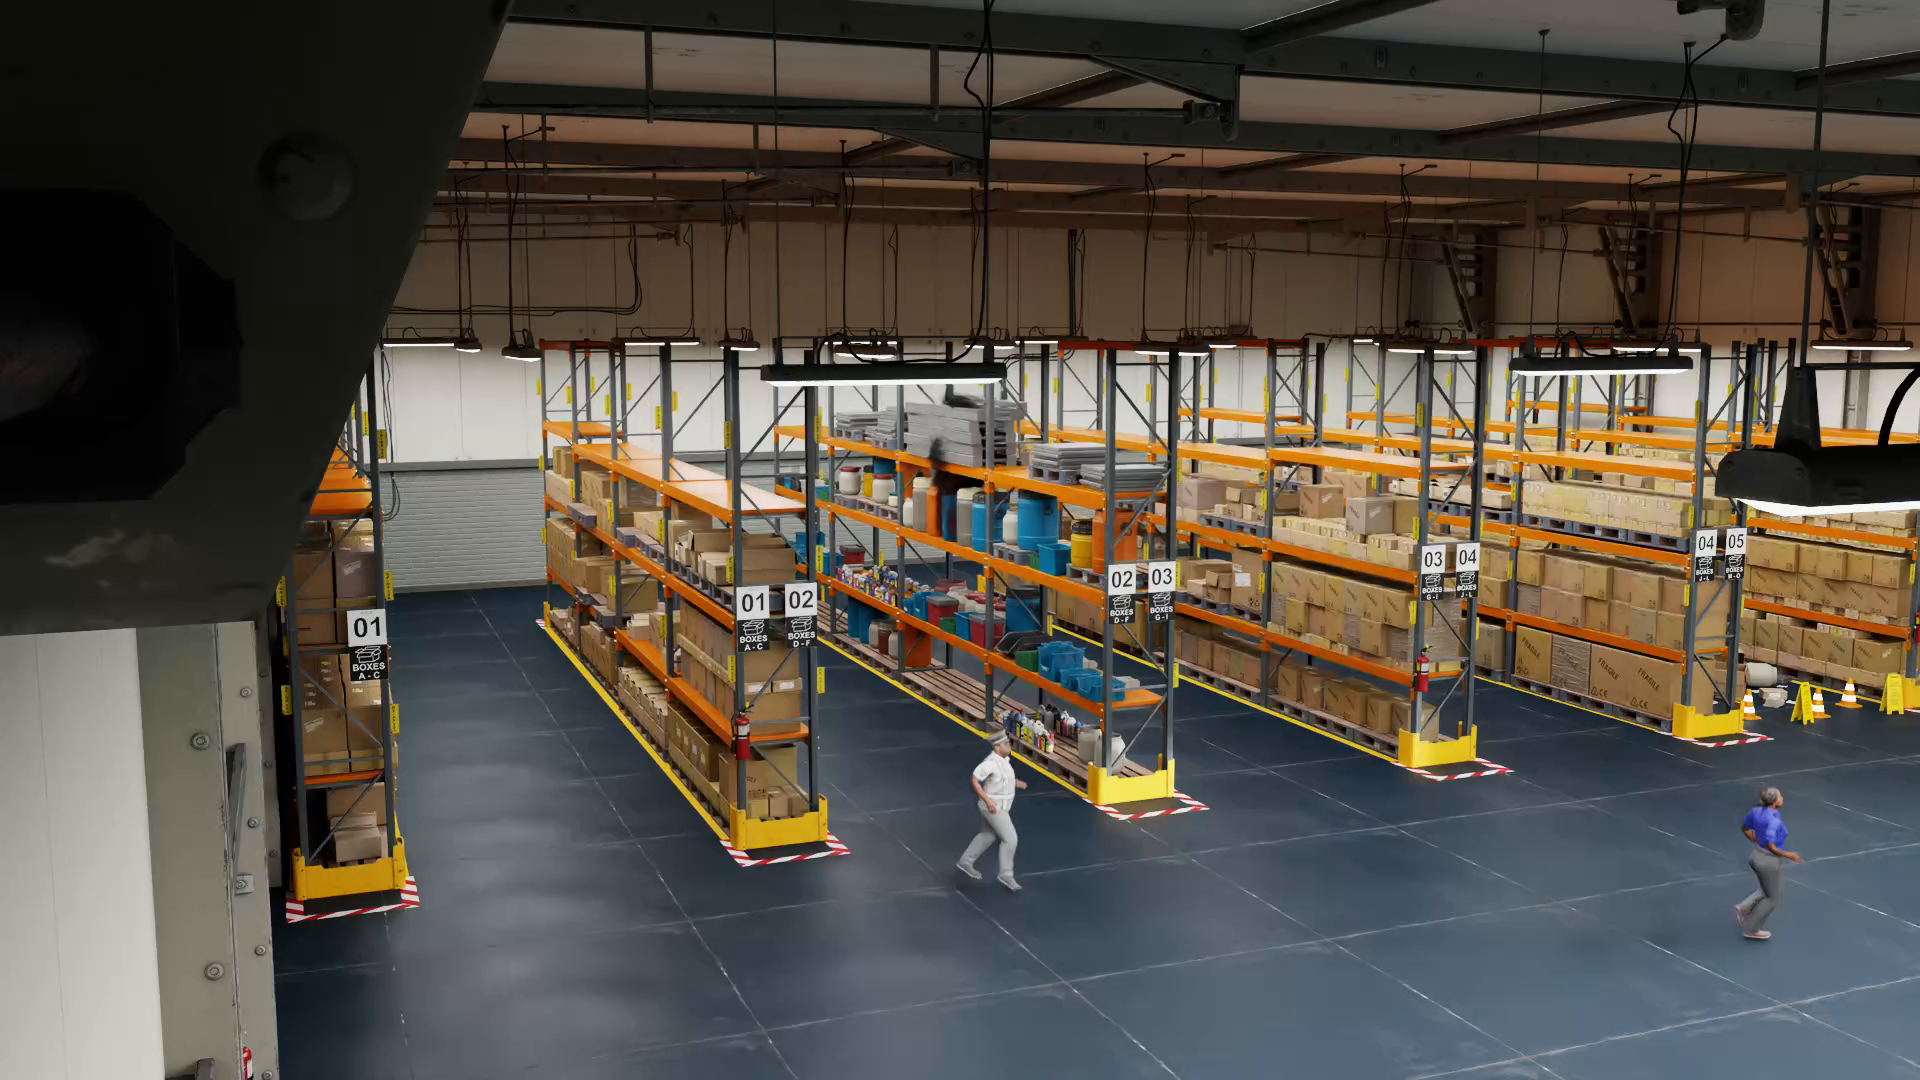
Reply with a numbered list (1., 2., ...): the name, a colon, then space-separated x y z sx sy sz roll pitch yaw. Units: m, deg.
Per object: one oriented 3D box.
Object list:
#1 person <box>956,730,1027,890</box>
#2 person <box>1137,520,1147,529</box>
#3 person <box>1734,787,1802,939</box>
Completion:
1. person: 0.357 3.032 18.762 0.789 1.853 0.647 1 8 9
2. person: 4.215 0.173 41.139 0.856 1.673 0.801 -4 8 -28
3. person: 8.314 3.317 17.100 0.544 1.610 0.550 0 7 2
